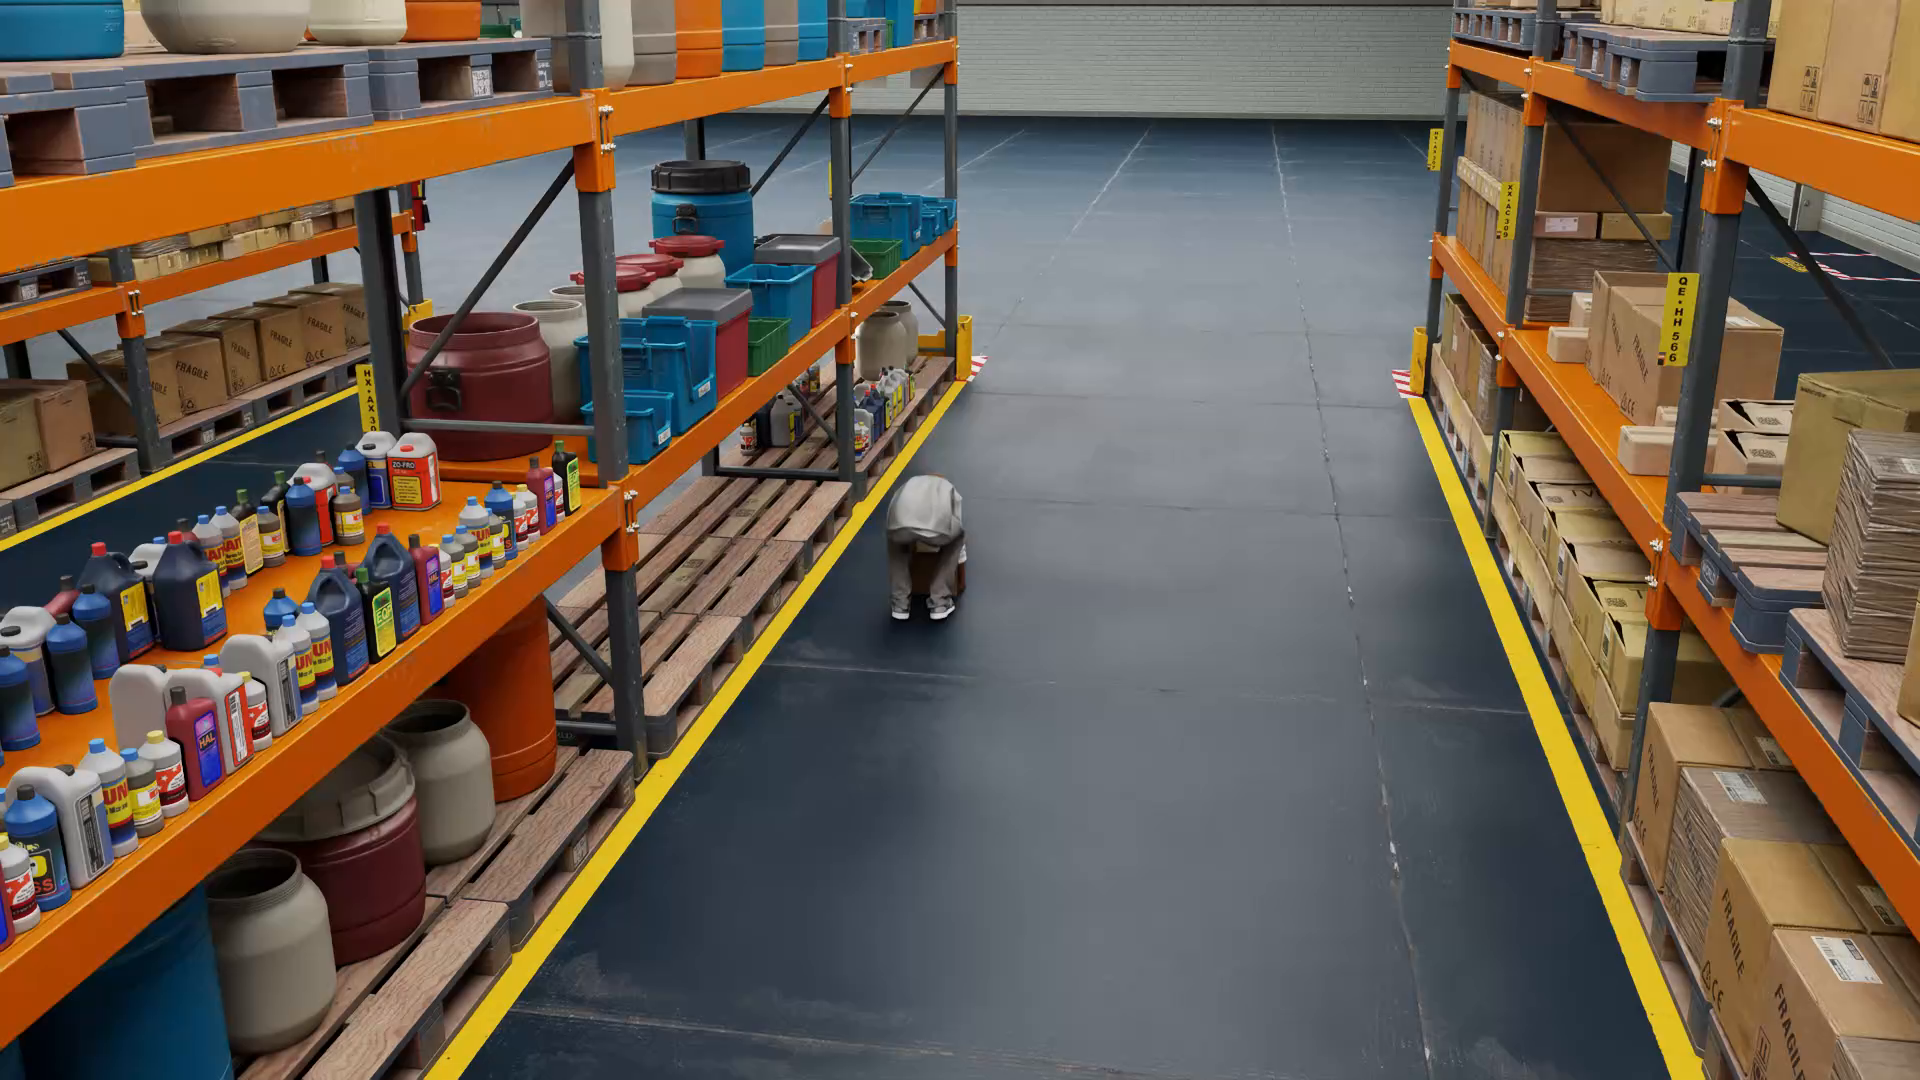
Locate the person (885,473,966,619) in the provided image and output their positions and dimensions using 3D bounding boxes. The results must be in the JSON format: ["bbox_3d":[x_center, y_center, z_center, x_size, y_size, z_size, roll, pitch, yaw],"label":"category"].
[{"bbox_3d":[-0.186,0.010,8.918,0.426,0.779,0.871,2,18,7],"label":"person"}]
